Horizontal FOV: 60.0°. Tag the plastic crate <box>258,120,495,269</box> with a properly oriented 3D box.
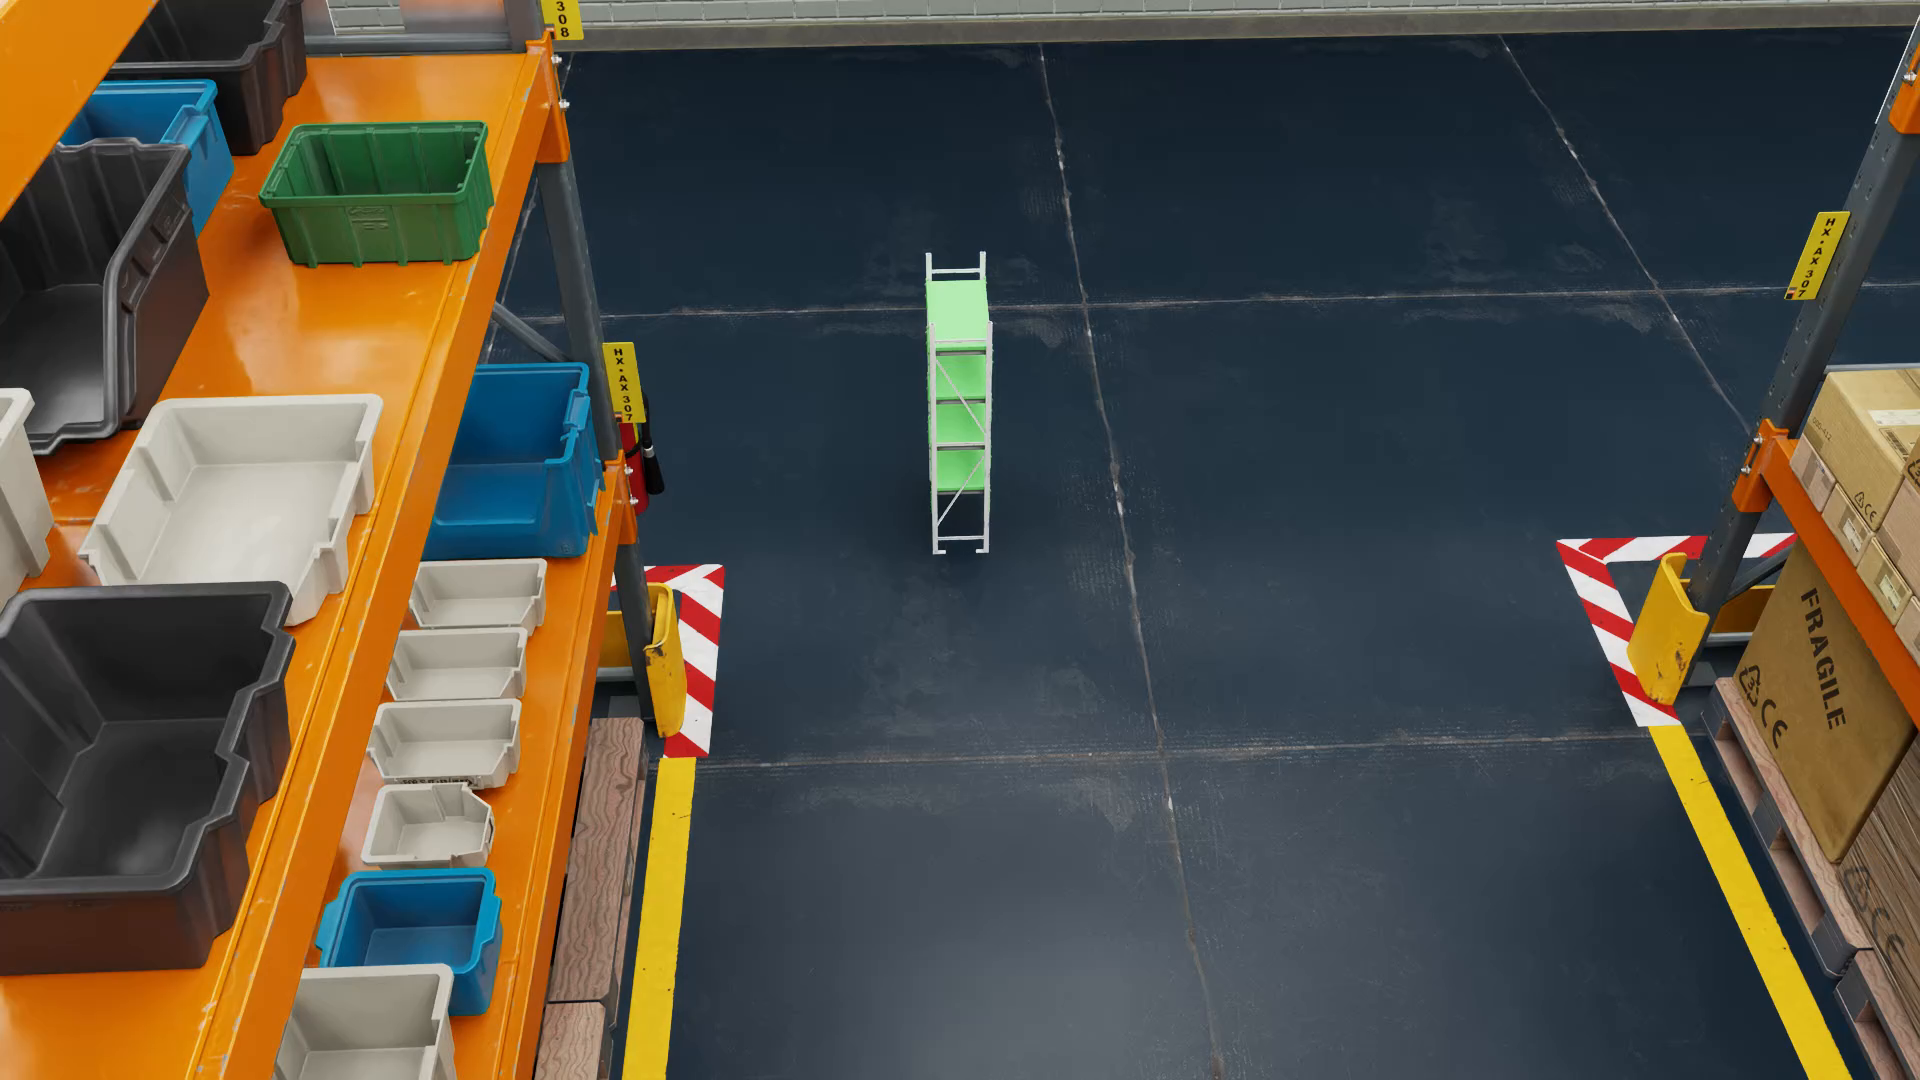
[{"bbox_3d":[-1.326,-0.798,3.838,0.450,0.188,0.336,-2,43,-2],"label":"plastic crate"}]

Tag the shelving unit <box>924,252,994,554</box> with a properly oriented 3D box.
[{"bbox_3d":[-0.007,-0.554,6.966,0.258,1.200,0.503,-2,43,-2],"label":"shelving unit"}]

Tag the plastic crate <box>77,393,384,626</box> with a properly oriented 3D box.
[{"bbox_3d":[-1.317,-0.049,3.058,0.437,0.136,0.530,-2,43,-2],"label":"plastic crate"}]

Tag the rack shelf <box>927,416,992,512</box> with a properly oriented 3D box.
[{"bbox_3d":[-0.007,-0.330,7.172,0.258,0.148,0.480,-2,43,-2],"label":"rack shelf"}]

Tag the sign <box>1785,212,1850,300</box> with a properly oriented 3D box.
[{"bbox_3d":[2.741,-0.907,5.320,0.100,0.325,0.005,-2,43,-2],"label":"sign"}]

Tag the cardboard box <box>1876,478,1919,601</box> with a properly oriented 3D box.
[{"bbox_3d":[3.075,0.058,4.858,0.500,0.250,0.500,-2,43,-2],"label":"cardboard box"}]

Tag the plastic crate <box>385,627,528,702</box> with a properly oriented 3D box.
[{"bbox_3d":[-1.440,0.388,4.757,0.396,0.136,0.243,-2,43,-2],"label":"plastic crate"}]

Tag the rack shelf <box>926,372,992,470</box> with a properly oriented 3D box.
[{"bbox_3d":[-0.007,-0.507,7.010,0.258,0.148,0.480,-2,43,-2],"label":"rack shelf"}]

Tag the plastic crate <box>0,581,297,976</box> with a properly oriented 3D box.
[{"bbox_3d":[-1.262,0.368,2.505,0.497,0.269,0.590,-2,43,-2],"label":"plastic crate"}]

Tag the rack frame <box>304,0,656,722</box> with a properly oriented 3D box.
[{"bbox_3d":[-1.653,-0.428,5.497,1.000,3.000,0.127,-2,43,-2],"label":"rack frame"}]

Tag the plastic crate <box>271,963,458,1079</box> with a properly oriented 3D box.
[{"bbox_3d":[-1.364,1.258,3.701,0.437,0.282,0.530,-2,43,-2],"label":"plastic crate"}]

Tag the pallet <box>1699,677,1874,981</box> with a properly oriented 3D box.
[{"bbox_3d":[3.408,0.995,6.008,1.003,0.211,1.213,-2,43,-2],"label":"pallet"}]

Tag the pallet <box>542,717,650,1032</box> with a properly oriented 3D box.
[{"bbox_3d":[-1.657,1.158,5.831,1.003,0.211,1.213,-2,43,-2],"label":"pallet"}]

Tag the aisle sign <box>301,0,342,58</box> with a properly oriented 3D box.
[{"bbox_3d":[-1.953,-1.426,4.662,0.394,0.787,0.004,-2,43,-2],"label":"aisle sign"}]

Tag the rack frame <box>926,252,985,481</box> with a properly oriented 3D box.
[{"bbox_3d":[-0.017,-0.719,7.146,0.240,1.200,0.015,-2,43,-2],"label":"rack frame"}]

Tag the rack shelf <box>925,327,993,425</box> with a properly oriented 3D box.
[{"bbox_3d":[-0.007,-0.684,6.847,0.258,0.148,0.480,-2,43,-2],"label":"rack shelf"}]

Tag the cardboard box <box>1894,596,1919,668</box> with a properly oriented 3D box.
[{"bbox_3d":[3.017,0.294,4.896,0.380,0.149,0.250,-2,43,-2],"label":"cardboard box"}]

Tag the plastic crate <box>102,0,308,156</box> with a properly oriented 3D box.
[{"bbox_3d":[-1.915,-1.218,4.235,0.497,0.269,0.590,-2,43,-2],"label":"plastic crate"}]

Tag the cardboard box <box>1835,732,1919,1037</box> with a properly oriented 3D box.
[{"bbox_3d":[3.441,1.102,5.089,0.875,0.875,0.875,-2,43,-2],"label":"cardboard box"}]

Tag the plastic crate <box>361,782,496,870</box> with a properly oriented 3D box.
[{"bbox_3d":[-1.372,0.775,4.335,0.298,0.136,0.250,-2,43,-2],"label":"plastic crate"}]

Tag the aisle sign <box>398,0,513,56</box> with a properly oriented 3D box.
[{"bbox_3d":[-1.363,-1.443,4.681,0.394,0.787,0.004,-2,43,-2],"label":"aisle sign"}]

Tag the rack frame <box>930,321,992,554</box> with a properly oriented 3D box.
[{"bbox_3d":[0.003,-0.389,6.787,0.240,1.200,0.015,-2,43,-2],"label":"rack frame"}]

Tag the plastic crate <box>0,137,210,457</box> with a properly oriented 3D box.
[{"bbox_3d":[-1.863,-0.472,3.371,0.504,0.338,0.767,-2,43,-2],"label":"plastic crate"}]

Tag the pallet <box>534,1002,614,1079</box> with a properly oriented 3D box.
[{"bbox_3d":[-1.608,1.979,4.934,1.003,0.211,1.213,-2,43,-2],"label":"pallet"}]

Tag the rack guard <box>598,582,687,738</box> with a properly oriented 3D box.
[{"bbox_3d":[-1.667,0.478,6.359,1.175,0.500,0.348,-2,43,-2],"label":"rack guard"}]

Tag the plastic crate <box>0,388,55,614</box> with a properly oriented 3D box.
[{"bbox_3d":[-1.867,0.015,2.882,0.437,0.282,0.530,-2,43,-2],"label":"plastic crate"}]

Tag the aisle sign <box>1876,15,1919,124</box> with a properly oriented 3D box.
[{"bbox_3d":[2.993,-1.568,4.817,0.394,0.787,0.004,-2,43,-2],"label":"aisle sign"}]

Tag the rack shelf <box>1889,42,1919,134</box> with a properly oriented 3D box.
[{"bbox_3d":[3.380,-0.061,3.409,1.077,0.370,4.000,-2,43,-2],"label":"rack shelf"}]

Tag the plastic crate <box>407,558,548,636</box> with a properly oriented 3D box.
[{"bbox_3d":[-1.437,0.192,4.971,0.396,0.136,0.243,-2,43,-2],"label":"plastic crate"}]

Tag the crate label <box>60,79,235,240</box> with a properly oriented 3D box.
[{"bbox_3d":[-1.937,-0.847,3.844,0.408,0.251,0.502,-2,43,-2],"label":"crate label"}]

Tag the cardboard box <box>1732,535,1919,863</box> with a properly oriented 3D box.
[{"bbox_3d":[3.403,0.488,5.759,0.875,0.875,0.875,-2,43,-2],"label":"cardboard box"}]

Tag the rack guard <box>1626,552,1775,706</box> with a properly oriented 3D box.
[{"bbox_3d":[3.294,0.335,6.514,1.175,0.500,0.348,-2,43,-2],"label":"rack guard"}]

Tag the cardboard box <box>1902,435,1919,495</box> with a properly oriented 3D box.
[{"bbox_3d":[3.067,-0.232,4.619,0.500,0.500,0.500,-3,43,-3],"label":"cardboard box"}]

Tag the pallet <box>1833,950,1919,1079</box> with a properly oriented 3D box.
[{"bbox_3d":[3.456,1.817,5.112,1.003,0.211,1.213,-2,43,-2],"label":"pallet"}]

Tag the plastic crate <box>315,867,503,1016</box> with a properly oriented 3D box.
[{"bbox_3d":[-1.310,0.991,4.029,0.416,0.233,0.300,-2,43,-2],"label":"plastic crate"}]

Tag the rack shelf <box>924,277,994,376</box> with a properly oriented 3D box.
[{"bbox_3d":[-0.007,-0.861,6.685,0.258,0.148,0.480,-2,43,-2],"label":"rack shelf"}]

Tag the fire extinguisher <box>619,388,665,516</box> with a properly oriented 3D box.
[{"bbox_3d":[-1.205,-0.377,5.775,0.296,0.674,0.183,-2,43,-2],"label":"fire extinguisher"}]

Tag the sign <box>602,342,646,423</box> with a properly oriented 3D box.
[{"bbox_3d":[-1.104,-0.515,5.471,0.100,0.325,0.005,-2,43,-2],"label":"sign"}]

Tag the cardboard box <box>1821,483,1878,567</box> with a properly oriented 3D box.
[{"bbox_3d":[2.993,-0.055,5.276,0.380,0.149,0.250,-2,43,-2],"label":"cardboard box"}]

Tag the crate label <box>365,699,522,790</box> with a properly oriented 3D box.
[{"bbox_3d":[-1.403,0.576,4.553,0.396,0.136,0.243,-2,43,-2],"label":"crate label"}]

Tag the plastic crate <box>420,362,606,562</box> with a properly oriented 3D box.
[{"bbox_3d":[-1.452,-0.242,5.224,0.616,0.435,0.499,-2,43,-2],"label":"plastic crate"}]

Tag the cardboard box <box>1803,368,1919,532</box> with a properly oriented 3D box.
[{"bbox_3d":[3.046,-0.293,5.240,0.500,0.250,0.500,-3,43,-3],"label":"cardboard box"}]

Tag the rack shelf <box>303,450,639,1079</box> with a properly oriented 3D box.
[{"bbox_3d":[-1.568,1.187,4.267,1.077,0.370,4.000,-2,43,-2],"label":"rack shelf"}]

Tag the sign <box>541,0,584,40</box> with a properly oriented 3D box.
[{"bbox_3d":[-1.104,-1.522,4.548,0.100,0.325,0.005,-2,43,-2],"label":"sign"}]

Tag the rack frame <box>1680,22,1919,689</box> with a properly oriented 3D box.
[{"bbox_3d":[3.296,-0.570,5.652,1.000,3.000,0.127,-2,43,-2],"label":"rack frame"}]

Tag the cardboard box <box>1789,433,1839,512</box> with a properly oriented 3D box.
[{"bbox_3d":[2.981,-0.228,5.465,0.380,0.149,0.250,-1,43,-1],"label":"cardboard box"}]

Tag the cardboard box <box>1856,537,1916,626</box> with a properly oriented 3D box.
[{"bbox_3d":[3.004,0.118,5.088,0.380,0.149,0.250,-3,43,-3],"label":"cardboard box"}]

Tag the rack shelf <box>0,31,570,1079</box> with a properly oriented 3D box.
[{"bbox_3d":[-1.568,0.082,3.254,1.077,0.370,4.000,-2,43,-2],"label":"rack shelf"}]

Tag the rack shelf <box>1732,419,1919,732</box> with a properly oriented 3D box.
[{"bbox_3d":[3.380,1.045,4.422,1.077,0.370,4.000,-2,43,-2],"label":"rack shelf"}]
